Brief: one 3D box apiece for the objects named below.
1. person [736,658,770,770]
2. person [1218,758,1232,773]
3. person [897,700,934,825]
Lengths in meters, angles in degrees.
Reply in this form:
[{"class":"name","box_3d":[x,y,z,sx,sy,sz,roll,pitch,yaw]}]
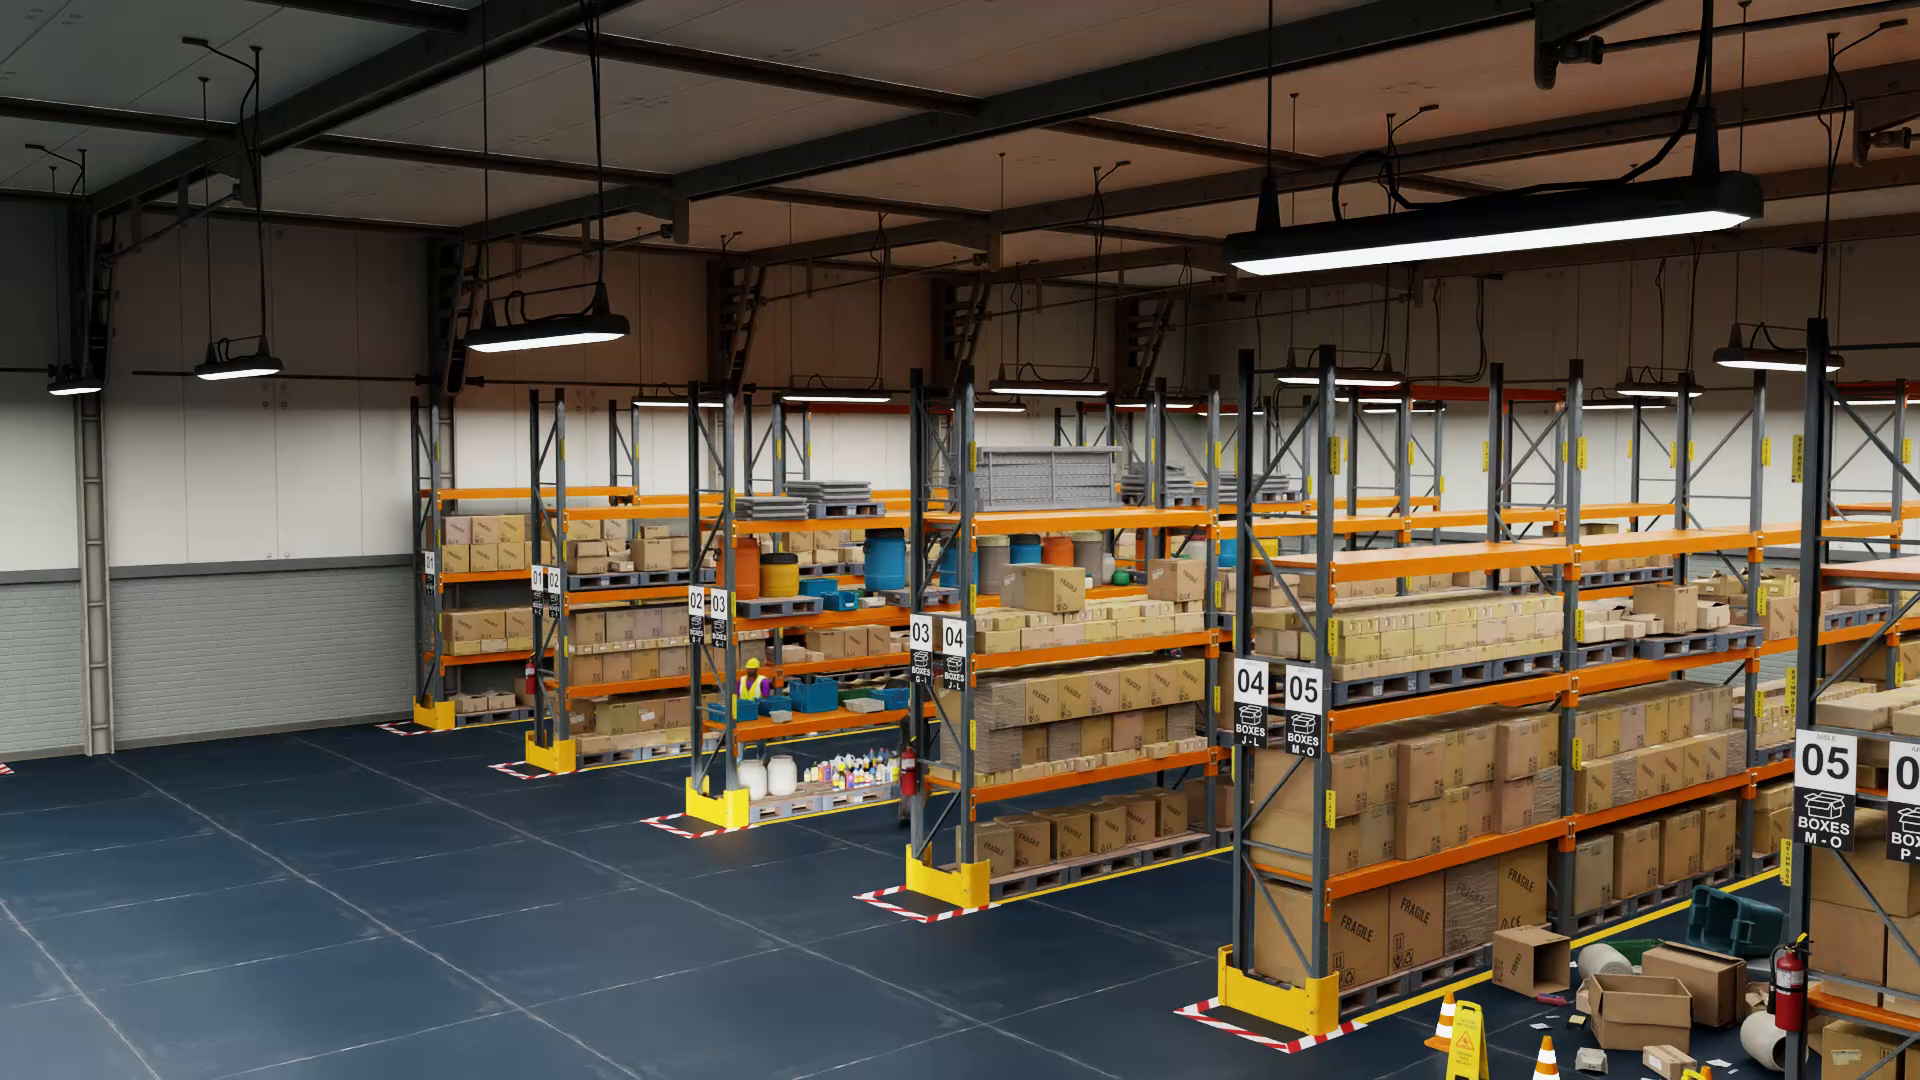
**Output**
[{"class":"person","box_3d":[-3.295,2.732,26.181,0.588,1.727,0.884,0,3,8]},{"class":"person","box_3d":[4.028,2.809,25.932,0.759,1.838,0.695,-3,4,-37]},{"class":"person","box_3d":[-0.626,2.974,22.424,0.463,1.710,0.570,-2,4,-26]}]
